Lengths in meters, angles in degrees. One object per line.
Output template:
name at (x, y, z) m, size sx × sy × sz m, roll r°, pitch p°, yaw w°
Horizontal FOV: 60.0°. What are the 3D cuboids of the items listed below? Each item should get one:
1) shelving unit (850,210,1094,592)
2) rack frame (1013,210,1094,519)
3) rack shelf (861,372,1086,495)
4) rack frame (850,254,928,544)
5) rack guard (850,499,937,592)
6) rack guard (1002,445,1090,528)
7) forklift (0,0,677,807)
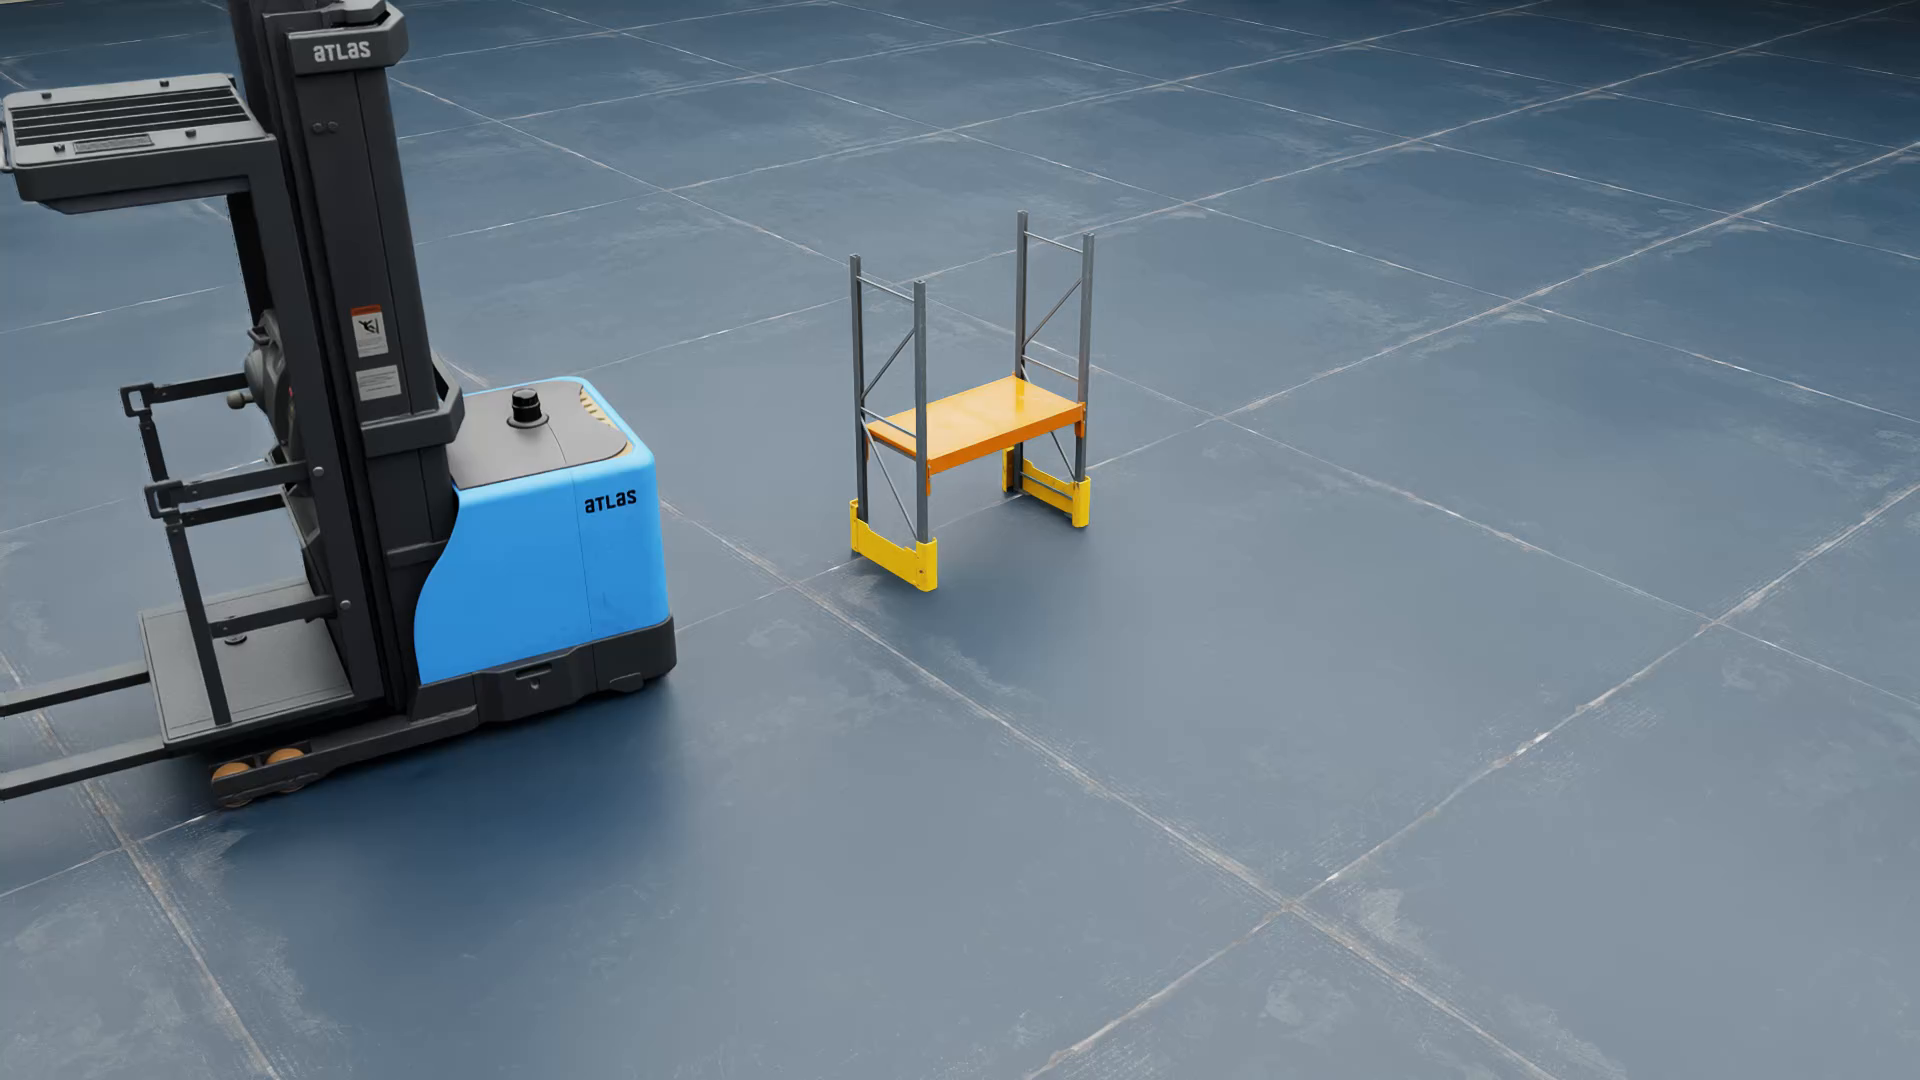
shelving unit at (0.058, -0.685, 7.940) m, size 1.083 × 1.500 × 0.587 m, roll -22°, pitch 35°, yaw -35°
rack frame at (0.452, -0.843, 8.236) m, size 0.032 × 1.500 × 0.500 m, roll -22°, pitch 35°, yaw -35°
rack shelf at (0.065, -0.529, 8.030) m, size 1.000 × 0.185 × 0.538 m, roll -22°, pitch 35°, yaw -35°
rack frame at (-0.322, -0.532, 7.654) m, size 0.032 × 1.500 × 0.500 m, roll -22°, pitch 35°, yaw -35°
rack guard at (-0.321, 0.019, 7.950) m, size 0.087 × 0.250 × 0.587 m, roll -22°, pitch 35°, yaw -35°
rack guard at (0.437, -0.286, 8.520) m, size 0.087 × 0.250 × 0.587 m, roll -22°, pitch 35°, yaw -35°
forklift at (-2.754, -0.559, 6.186) m, size 3.031 × 2.935 × 1.130 m, roll -14°, pitch 31°, yaw -25°
